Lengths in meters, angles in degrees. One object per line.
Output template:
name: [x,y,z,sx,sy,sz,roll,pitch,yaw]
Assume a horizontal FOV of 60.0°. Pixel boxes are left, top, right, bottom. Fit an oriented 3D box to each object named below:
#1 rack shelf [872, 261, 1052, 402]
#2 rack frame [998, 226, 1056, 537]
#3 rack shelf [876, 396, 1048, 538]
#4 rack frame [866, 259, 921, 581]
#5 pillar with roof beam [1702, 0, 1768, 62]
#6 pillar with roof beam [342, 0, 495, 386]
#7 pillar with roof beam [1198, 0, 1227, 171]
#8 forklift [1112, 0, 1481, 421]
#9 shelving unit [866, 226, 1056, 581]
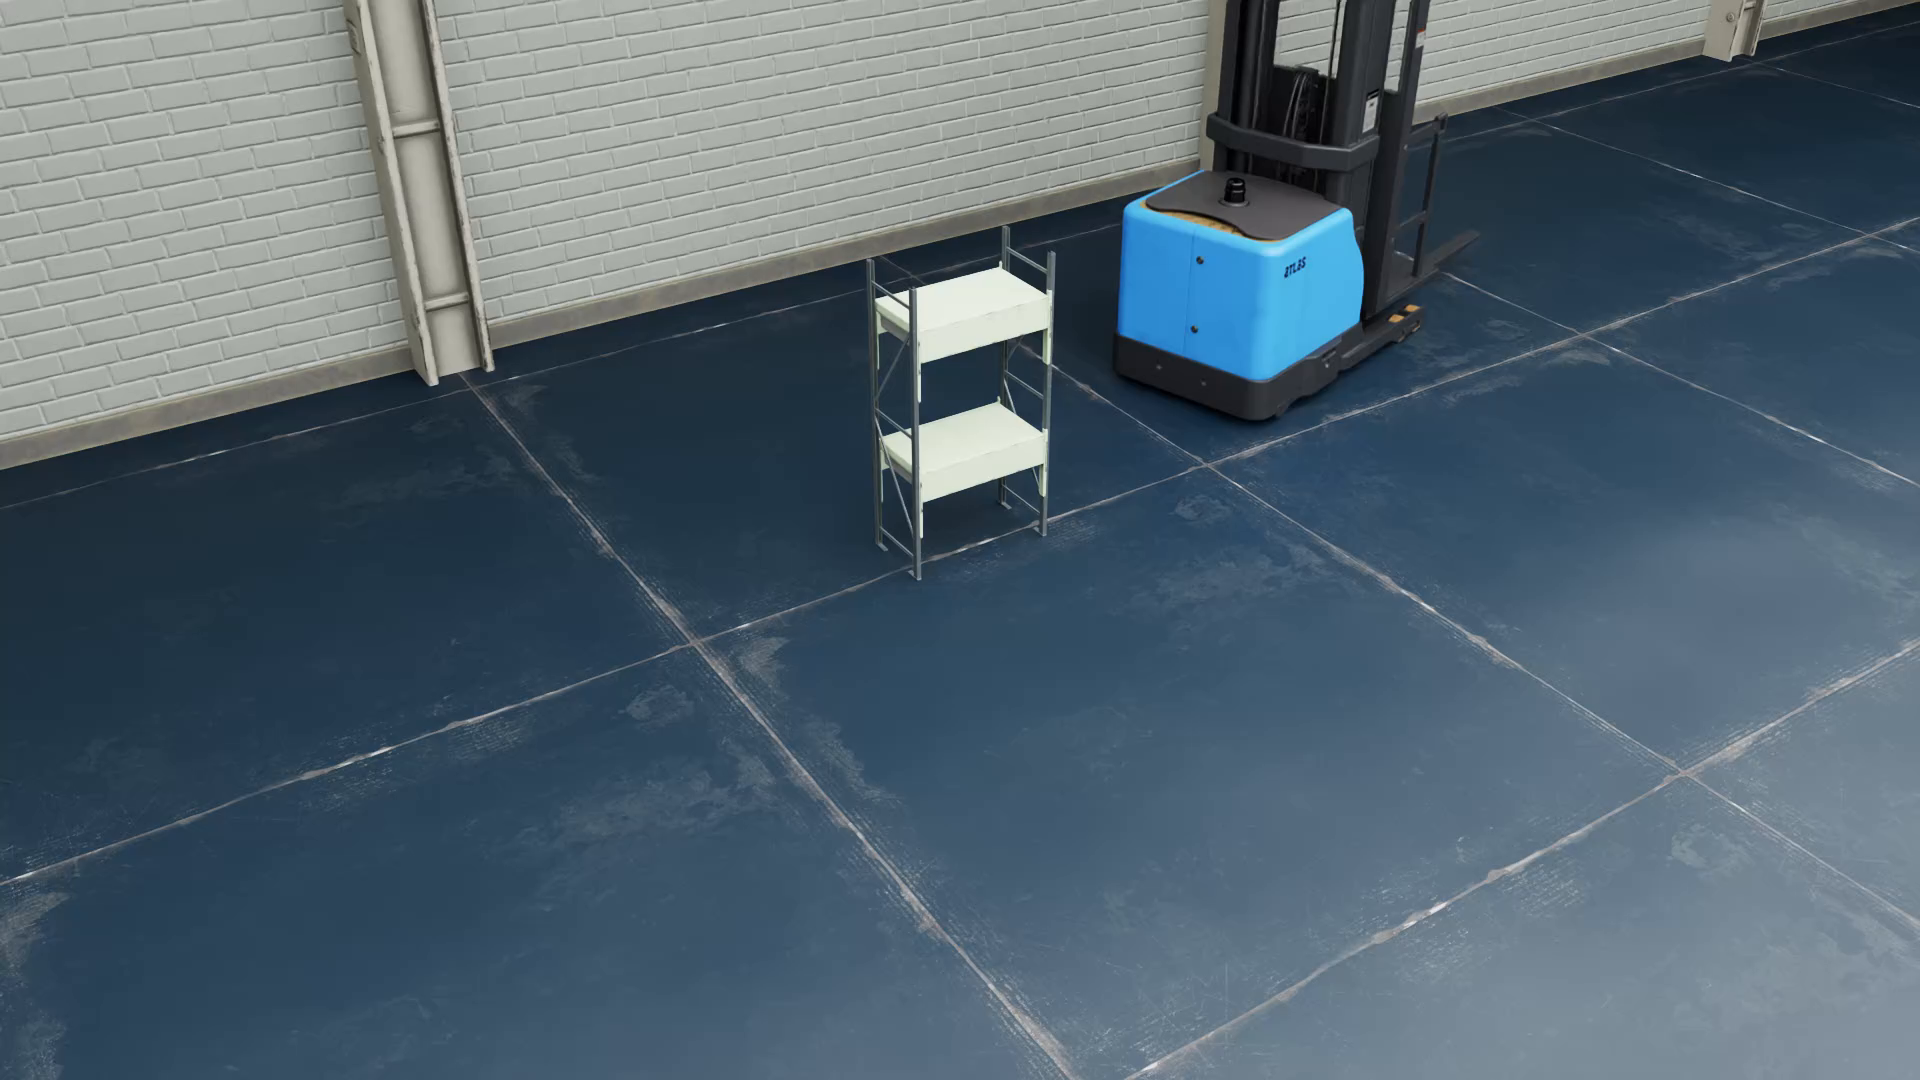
rack shelf: [0.006,-0.966,7.645,0.720,0.370,0.431,-19,37,-27]
rack frame: [0.313,-0.742,8.021,0.023,1.500,0.400,-19,37,-27]
rack shelf: [0.006,-0.361,8.027,0.720,0.370,0.431,-19,37,-27]
rack frame: [-0.302,-0.530,7.685,0.023,1.500,0.400,-19,37,-27]
pillar with roof beam: [9.418,-6.364,9.904,0.400,9.000,9.100,-19,37,-27]
pillar with roof beam: [-0.669,-2.895,4.405,0.400,9.000,9.100,-19,37,-27]
pillar with roof beam: [4.375,-4.629,7.154,0.400,9.000,9.100,-19,37,-27]
forklift: [2.231,-2.606,9.635,1.130,2.935,3.031,25,40,34]
shelving unit: [0.006,-0.636,7.853,0.755,1.500,0.431,-19,37,-27]
